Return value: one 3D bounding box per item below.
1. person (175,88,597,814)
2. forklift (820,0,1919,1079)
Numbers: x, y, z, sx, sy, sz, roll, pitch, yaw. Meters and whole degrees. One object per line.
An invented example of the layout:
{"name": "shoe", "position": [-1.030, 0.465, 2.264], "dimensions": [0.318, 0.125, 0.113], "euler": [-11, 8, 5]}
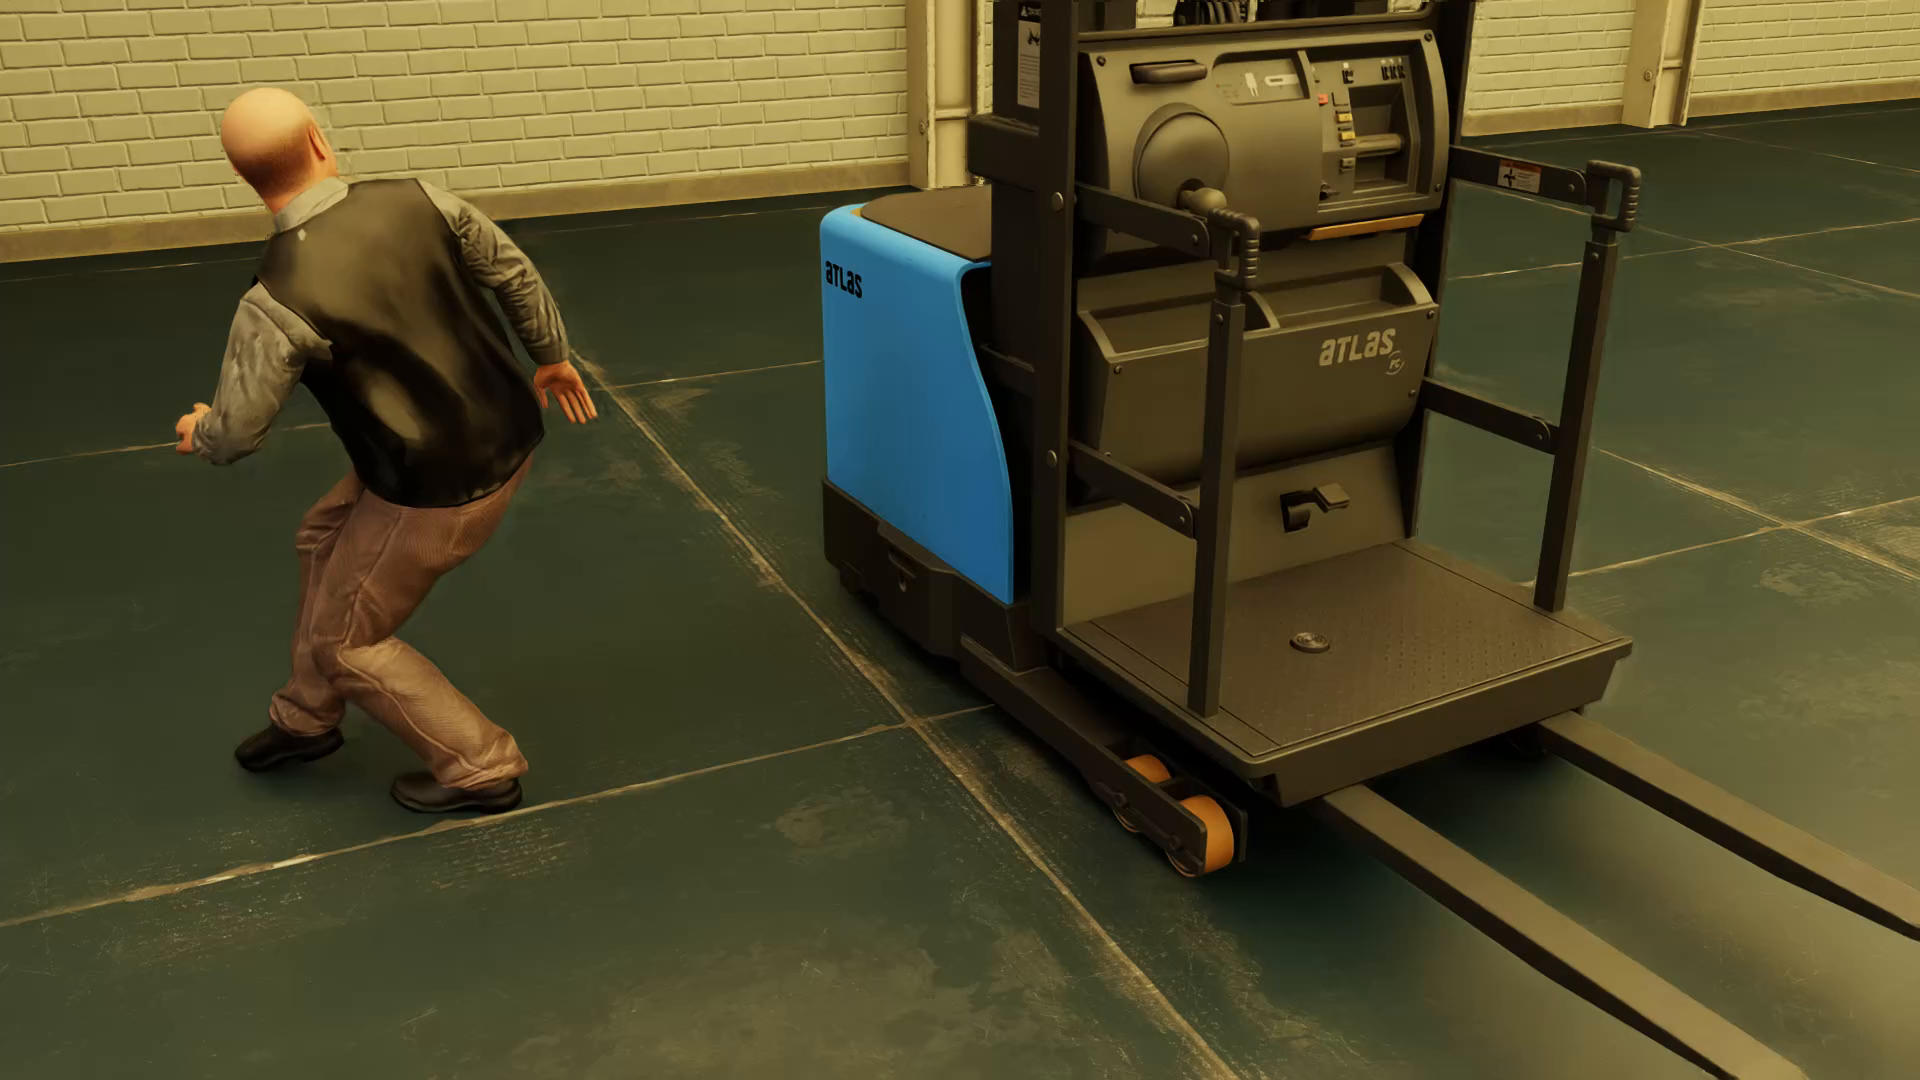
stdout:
{"name": "person", "position": [-1.278, -0.191, 3.579], "dimensions": [0.770, 1.555, 0.745], "euler": [5, 23, 13]}
{"name": "forklift", "position": [0.781, -0.859, 3.355], "dimensions": [1.130, 2.935, 3.031], "euler": [-13, 26, -28]}
